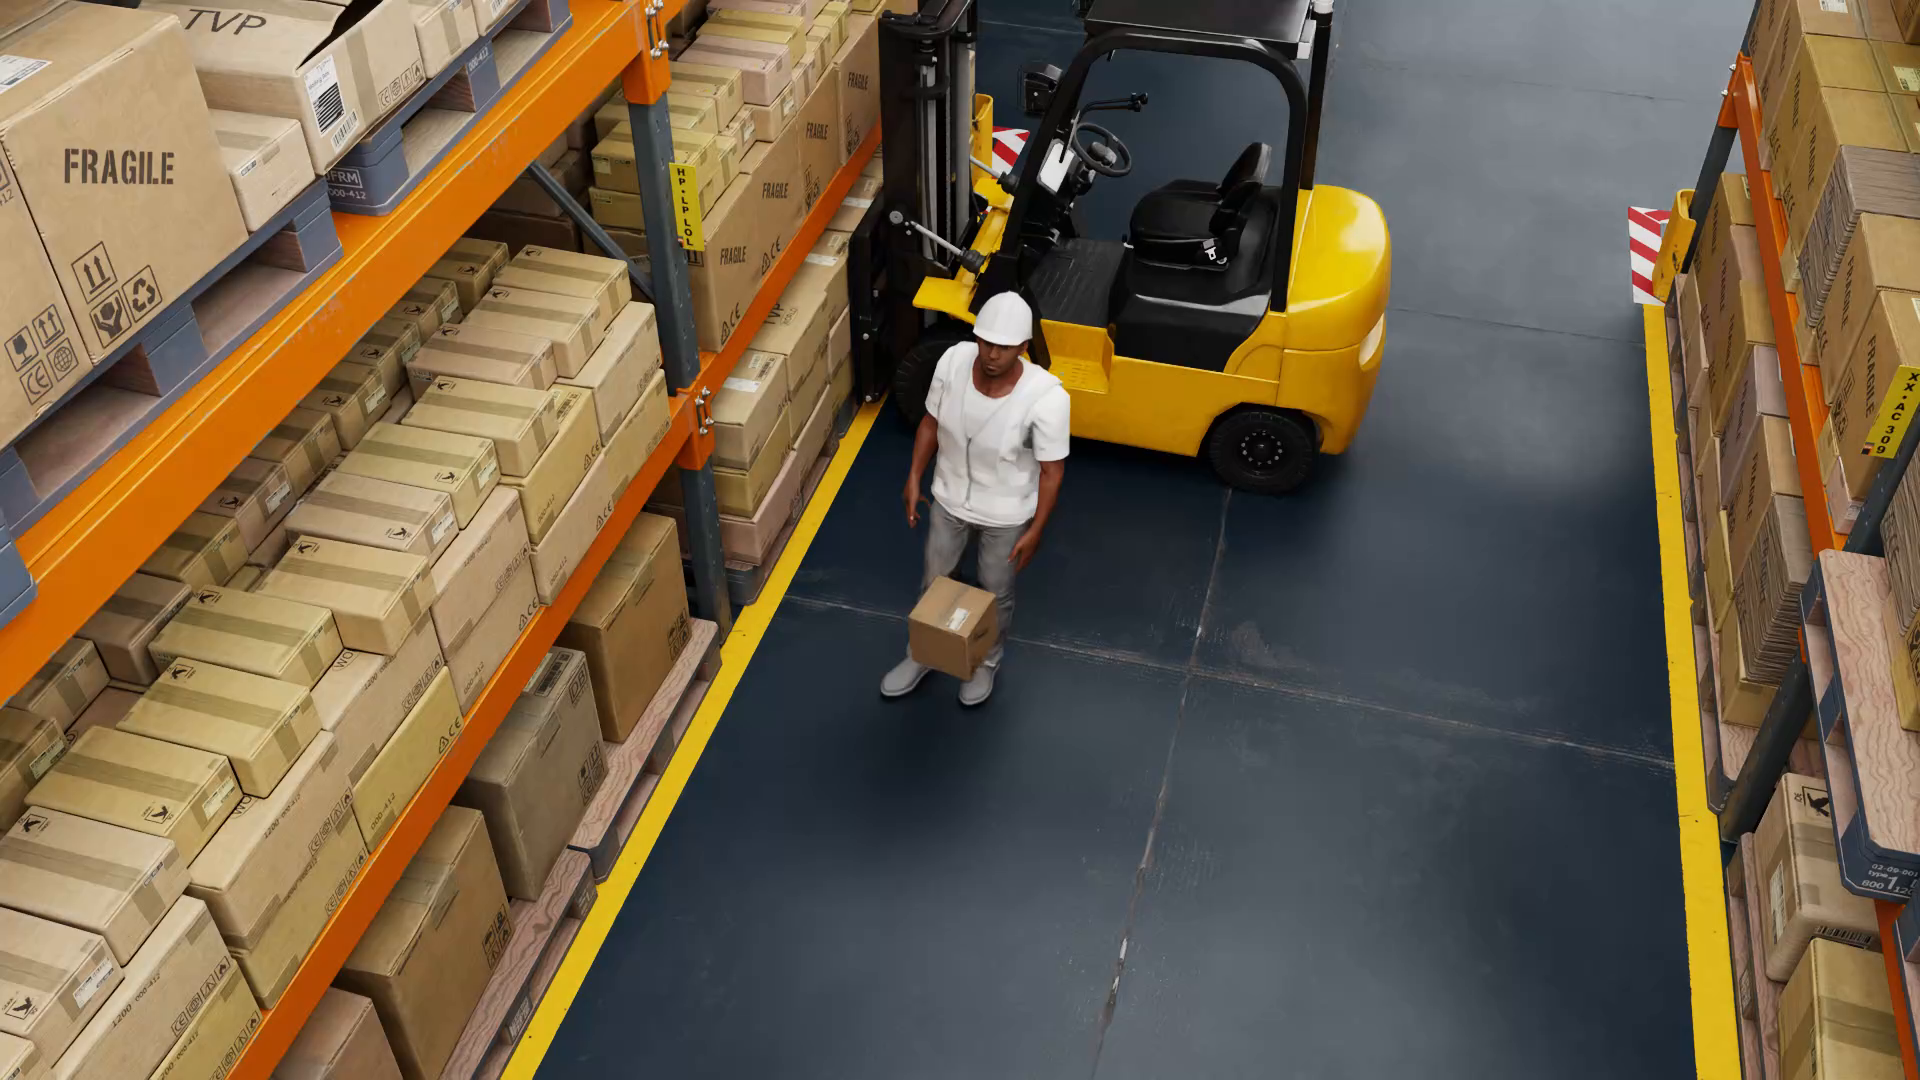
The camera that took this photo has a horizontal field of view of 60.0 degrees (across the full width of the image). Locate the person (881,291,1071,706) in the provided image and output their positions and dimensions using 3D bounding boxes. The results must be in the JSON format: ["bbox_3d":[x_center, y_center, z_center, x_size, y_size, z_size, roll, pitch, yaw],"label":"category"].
[{"bbox_3d":[0.056,-0.105,6.249,0.625,1.768,0.575,20,45,21],"label":"person"}]
